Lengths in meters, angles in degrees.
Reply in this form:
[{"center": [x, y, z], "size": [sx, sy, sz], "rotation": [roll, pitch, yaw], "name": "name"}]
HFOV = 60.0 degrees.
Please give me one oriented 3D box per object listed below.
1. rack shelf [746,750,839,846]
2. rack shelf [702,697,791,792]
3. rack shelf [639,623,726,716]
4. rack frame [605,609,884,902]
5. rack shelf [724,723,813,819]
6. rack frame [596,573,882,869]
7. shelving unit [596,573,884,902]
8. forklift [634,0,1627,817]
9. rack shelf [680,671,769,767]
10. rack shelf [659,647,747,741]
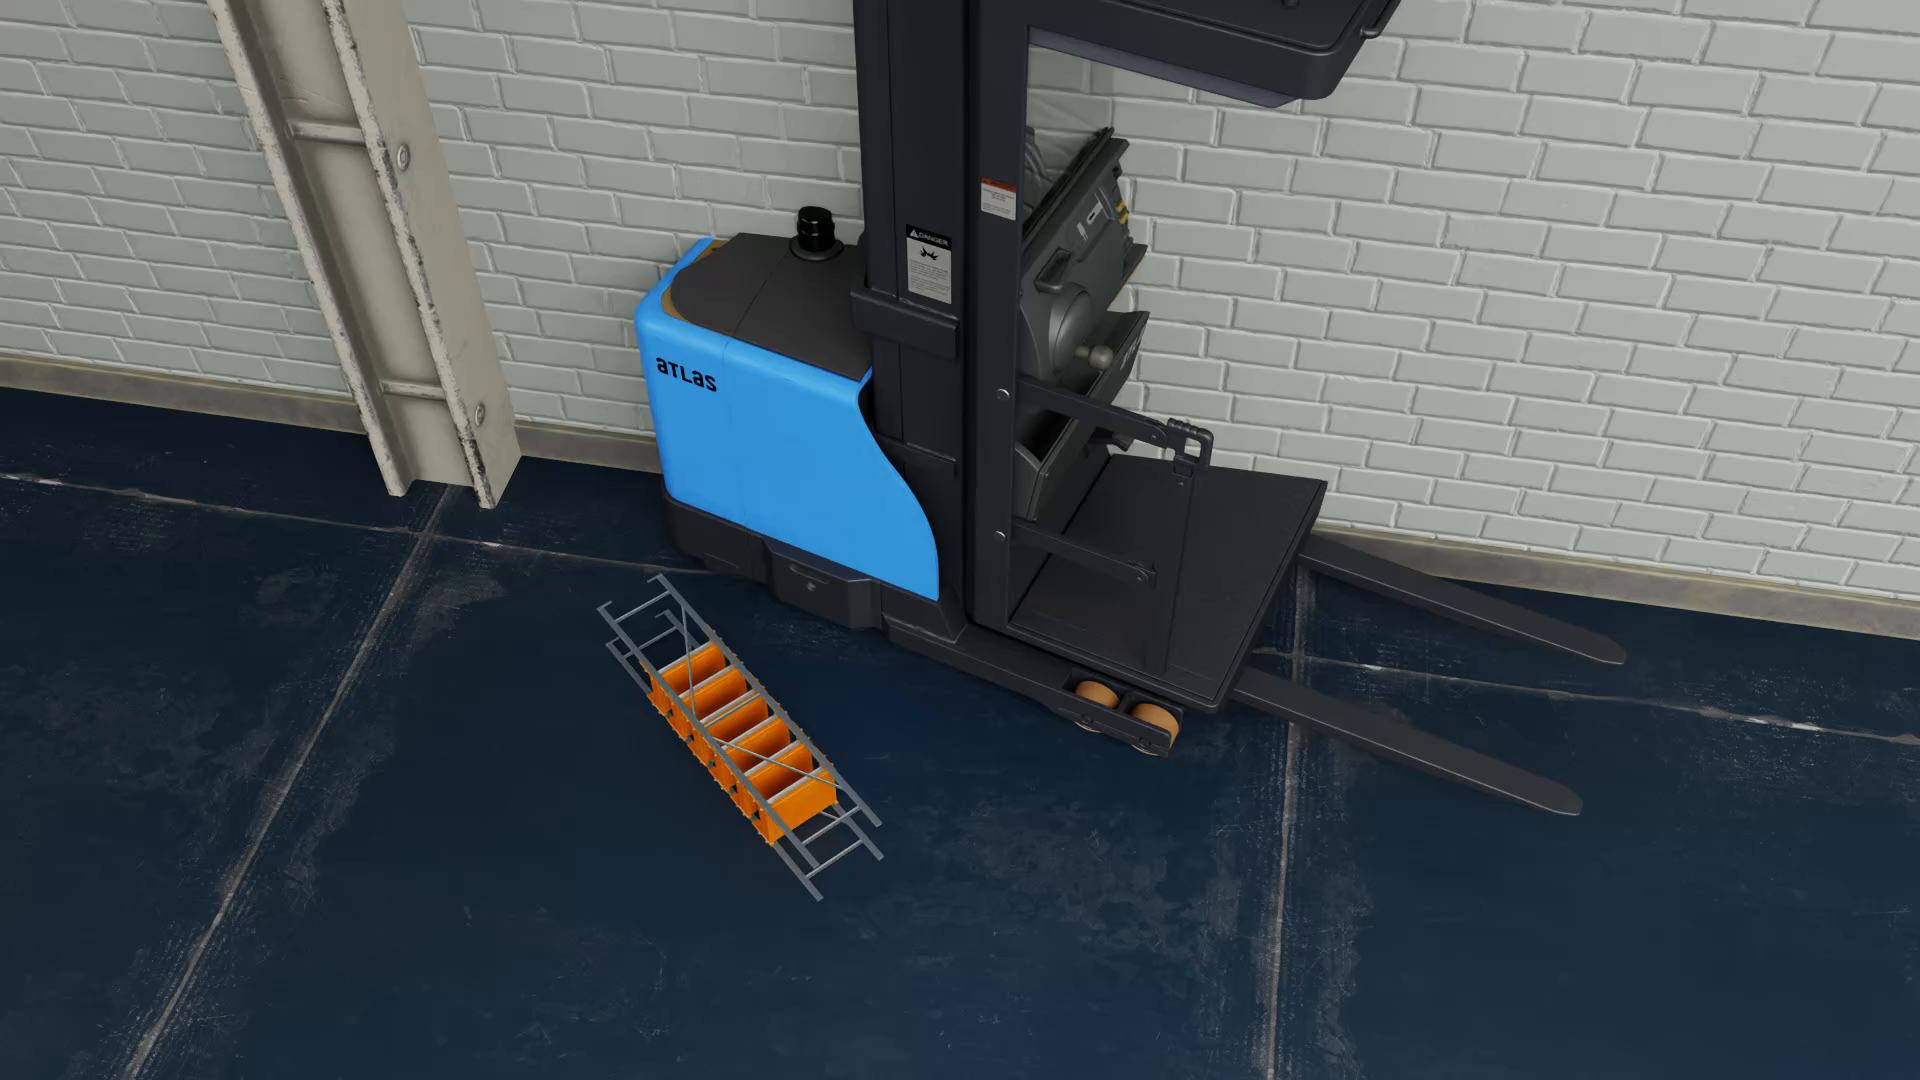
[{"center": [-0.494, 0.762, 4.936], "size": [0.258, 0.180, 0.103], "rotation": [-31, 55, -25], "name": "rack shelf"}, {"center": [-0.644, 0.621, 5.061], "size": [0.258, 0.180, 0.103], "rotation": [-31, 55, -25], "name": "rack shelf"}, {"center": [-0.867, 0.410, 5.248], "size": [0.258, 0.180, 0.103], "rotation": [-31, 55, -25], "name": "rack shelf"}, {"center": [-0.691, 0.637, 5.169], "size": [0.240, 0.006, 1.200], "rotation": [-31, 55, -25], "name": "rack frame"}, {"center": [-0.569, 0.691, 4.999], "size": [0.258, 0.180, 0.103], "rotation": [-31, 55, -25], "name": "rack shelf"}, {"center": [-0.690, 0.516, 5.032], "size": [0.240, 0.006, 1.200], "rotation": [-31, 55, -25], "name": "rack frame"}, {"center": [-0.691, 0.576, 5.100], "size": [0.258, 0.189, 1.200], "rotation": [-31, 55, -25], "name": "shelving unit"}, {"center": [0.562, -0.770, 4.471], "size": [3.031, 2.935, 1.130], "rotation": [20, 51, 17], "name": "forklift"}, {"center": [-0.718, 0.550, 5.123], "size": [0.258, 0.180, 0.103], "rotation": [-31, 55, -25], "name": "rack shelf"}, {"center": [-0.793, 0.480, 5.186], "size": [0.258, 0.180, 0.103], "rotation": [-31, 55, -25], "name": "rack shelf"}]
